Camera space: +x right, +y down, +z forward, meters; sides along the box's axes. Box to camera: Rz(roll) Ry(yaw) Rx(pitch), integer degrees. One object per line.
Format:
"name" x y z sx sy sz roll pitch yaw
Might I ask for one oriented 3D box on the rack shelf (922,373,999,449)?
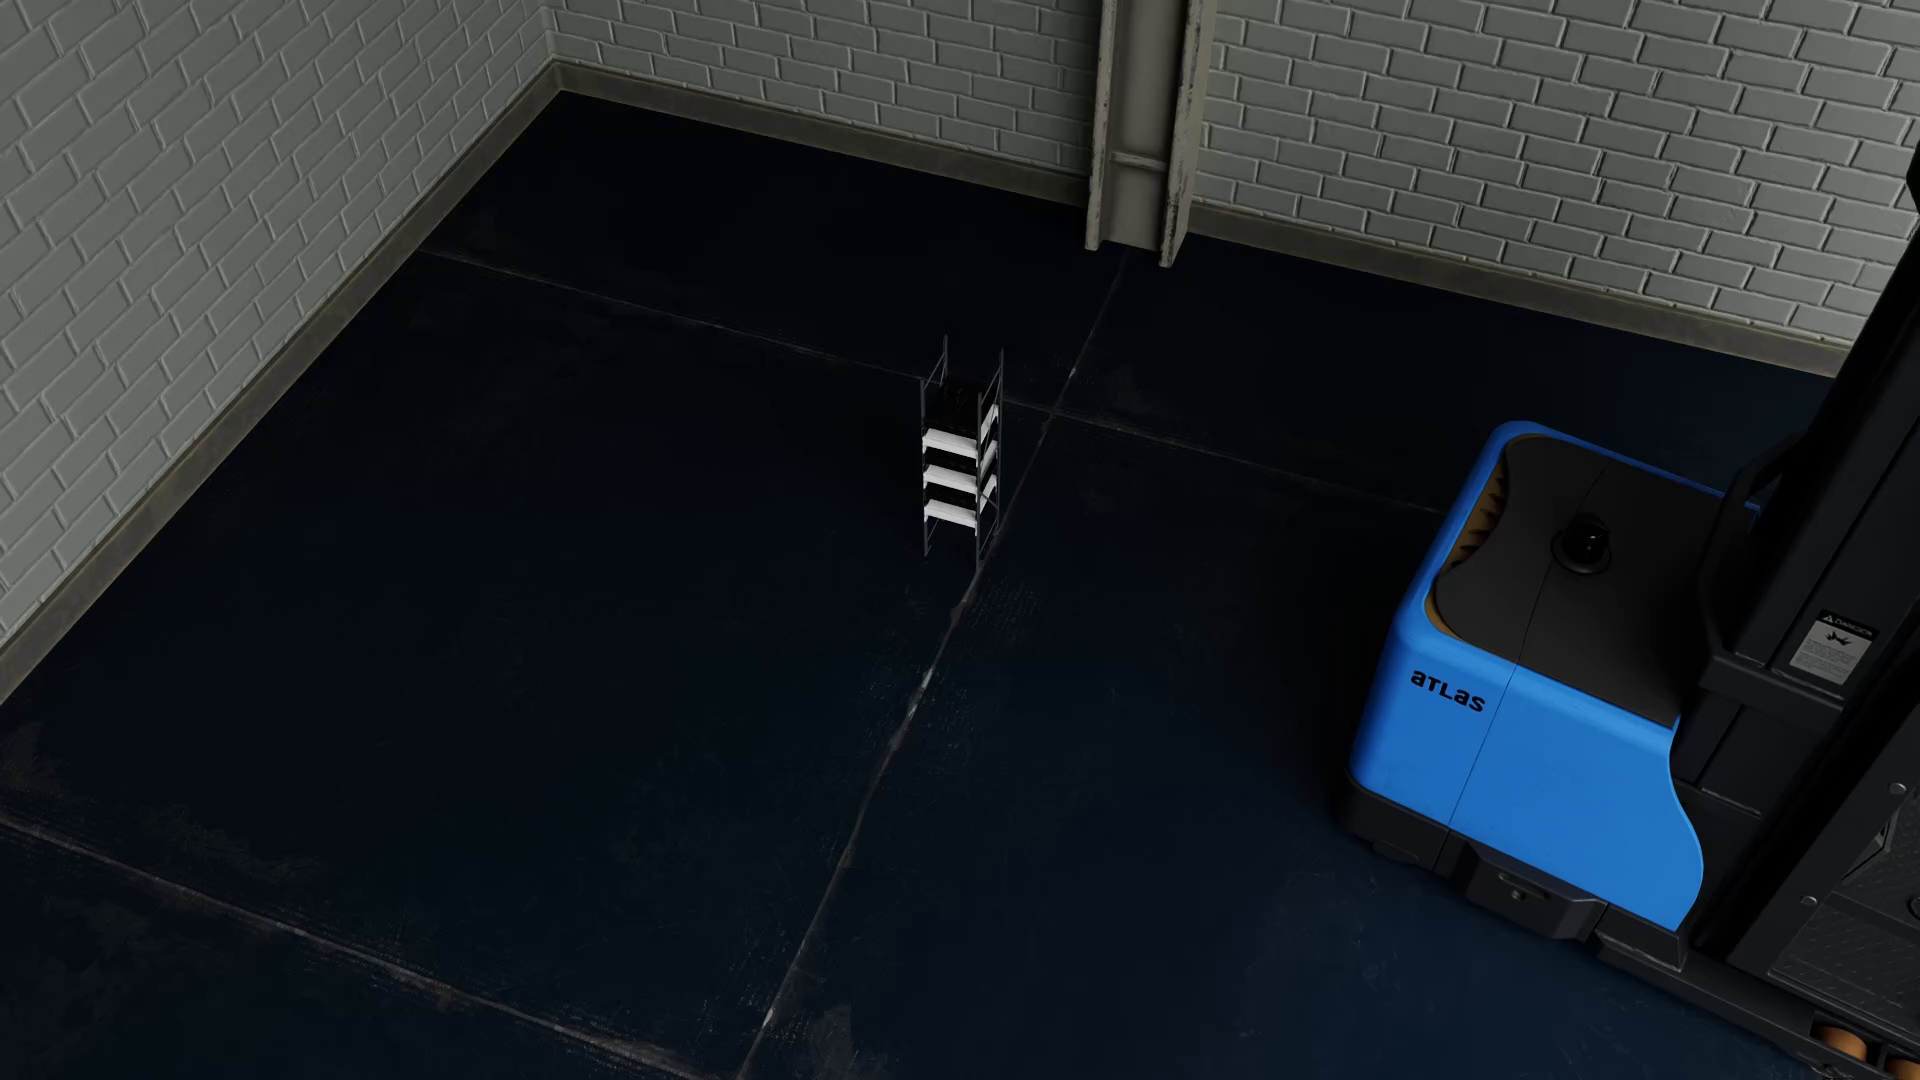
"rack shelf" 0.008 -0.448 5.729 0.200 0.077 0.258 16 51 13

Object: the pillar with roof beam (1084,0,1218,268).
"pillar with roof beam" -0.704 -1.247 1.376 0.400 9.000 9.100 16 51 13

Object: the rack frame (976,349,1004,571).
"rack frame" 0.103 -0.266 5.885 0.006 0.900 0.240 16 51 13

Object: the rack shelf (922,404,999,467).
"rack shelf" 0.008 -0.389 5.797 0.200 0.077 0.258 16 51 13

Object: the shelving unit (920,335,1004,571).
"shelving unit" 0.008 -0.293 5.908 0.210 0.900 0.258 16 51 13

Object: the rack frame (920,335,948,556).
"rack frame" -0.088 -0.319 5.931 0.006 0.900 0.240 16 51 13

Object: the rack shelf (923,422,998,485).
"rack shelf" 0.008 -0.330 5.865 0.200 0.077 0.258 16 51 13

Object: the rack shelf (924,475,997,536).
"rack shelf" 0.008 -0.153 6.069 0.200 0.077 0.258 16 51 13

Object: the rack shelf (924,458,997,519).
"rack shelf" 0.008 -0.212 6.001 0.200 0.077 0.258 16 51 13

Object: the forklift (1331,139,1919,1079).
"forklift" 2.734 0.230 4.111 3.031 2.935 1.130 24 53 20

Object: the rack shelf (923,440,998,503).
"rack shelf" 0.008 -0.271 5.933 0.200 0.077 0.258 16 51 13
